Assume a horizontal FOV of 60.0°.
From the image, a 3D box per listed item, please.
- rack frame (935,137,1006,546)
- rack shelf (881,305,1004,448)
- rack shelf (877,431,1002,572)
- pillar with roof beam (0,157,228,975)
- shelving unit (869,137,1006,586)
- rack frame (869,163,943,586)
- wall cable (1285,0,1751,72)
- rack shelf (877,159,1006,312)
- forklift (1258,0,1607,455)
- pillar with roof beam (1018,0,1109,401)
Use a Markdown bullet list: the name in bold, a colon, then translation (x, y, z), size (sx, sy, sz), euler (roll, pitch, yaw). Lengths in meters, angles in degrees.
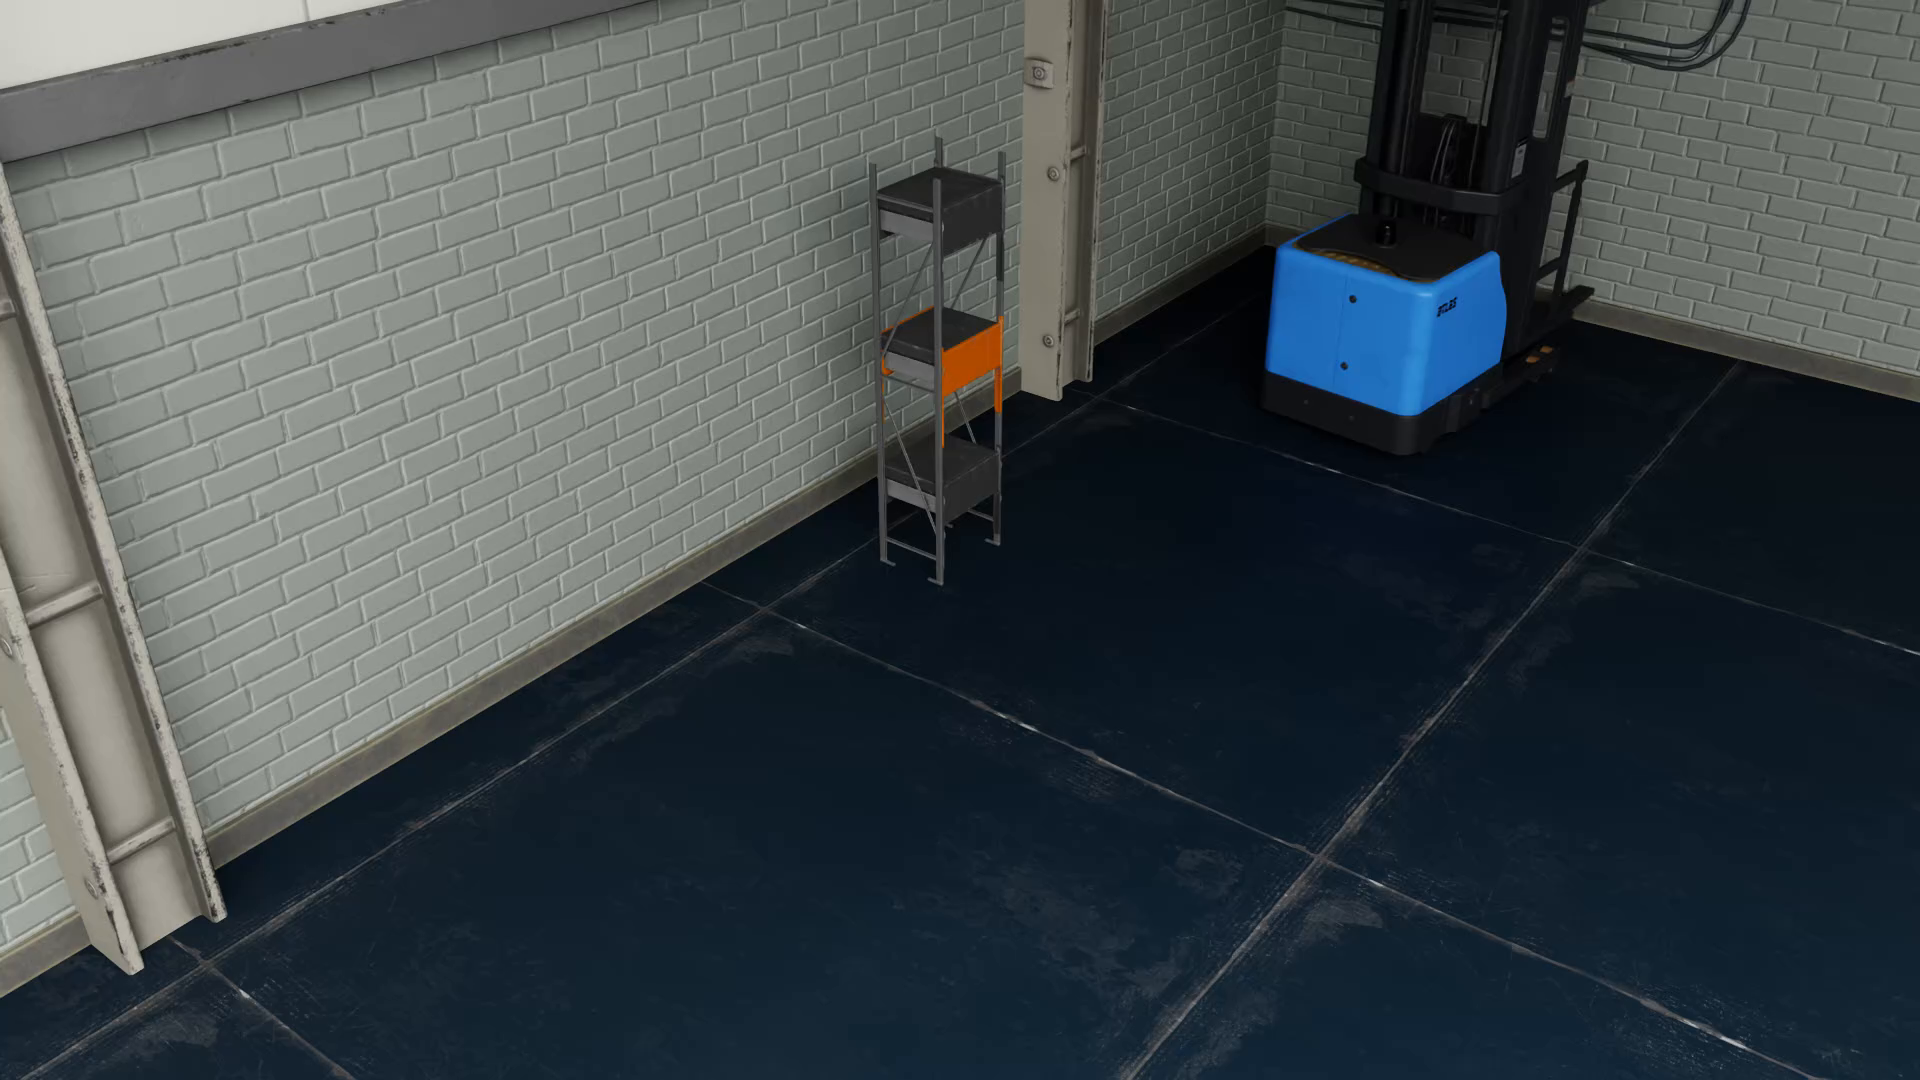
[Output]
- **rack frame**: translation (0.047, -0.935, 8.268), size (0.400, 2.100, 0.015), euler (21, 37, 31)
- **rack shelf**: translation (-0.100, -0.824, 8.108), size (0.431, 0.518, 0.480), euler (21, 37, 31)
- **rack shelf**: translation (-0.100, -0.222, 8.465), size (0.431, 0.518, 0.480), euler (21, 37, 31)
- **pillar with roof beam**: translation (0.404, -1.084, 1.752), size (9.100, 9.000, 0.400), euler (21, 37, 31)
- **shelving unit**: translation (-0.100, -0.836, 8.101), size (0.431, 2.100, 0.503), euler (21, 37, 31)
- **rack frame**: translation (-0.247, -0.737, 7.934), size (0.400, 2.100, 0.015), euler (21, 37, 31)
- **wall cable**: translation (3.426, -4.302, 10.229), size (3.097, 2.526, 0.112), euler (21, 37, 31)
- **rack shelf**: translation (-0.100, -1.426, 7.751), size (0.431, 0.518, 0.480), euler (21, 37, 31)
- **forklift**: translation (3.155, -2.405, 9.933), size (1.130, 2.935, 3.031), euler (25, 39, 35)
- **pillar with roof beam**: translation (4.025, -3.523, 5.868), size (9.100, 9.000, 0.400), euler (21, 37, 31)
